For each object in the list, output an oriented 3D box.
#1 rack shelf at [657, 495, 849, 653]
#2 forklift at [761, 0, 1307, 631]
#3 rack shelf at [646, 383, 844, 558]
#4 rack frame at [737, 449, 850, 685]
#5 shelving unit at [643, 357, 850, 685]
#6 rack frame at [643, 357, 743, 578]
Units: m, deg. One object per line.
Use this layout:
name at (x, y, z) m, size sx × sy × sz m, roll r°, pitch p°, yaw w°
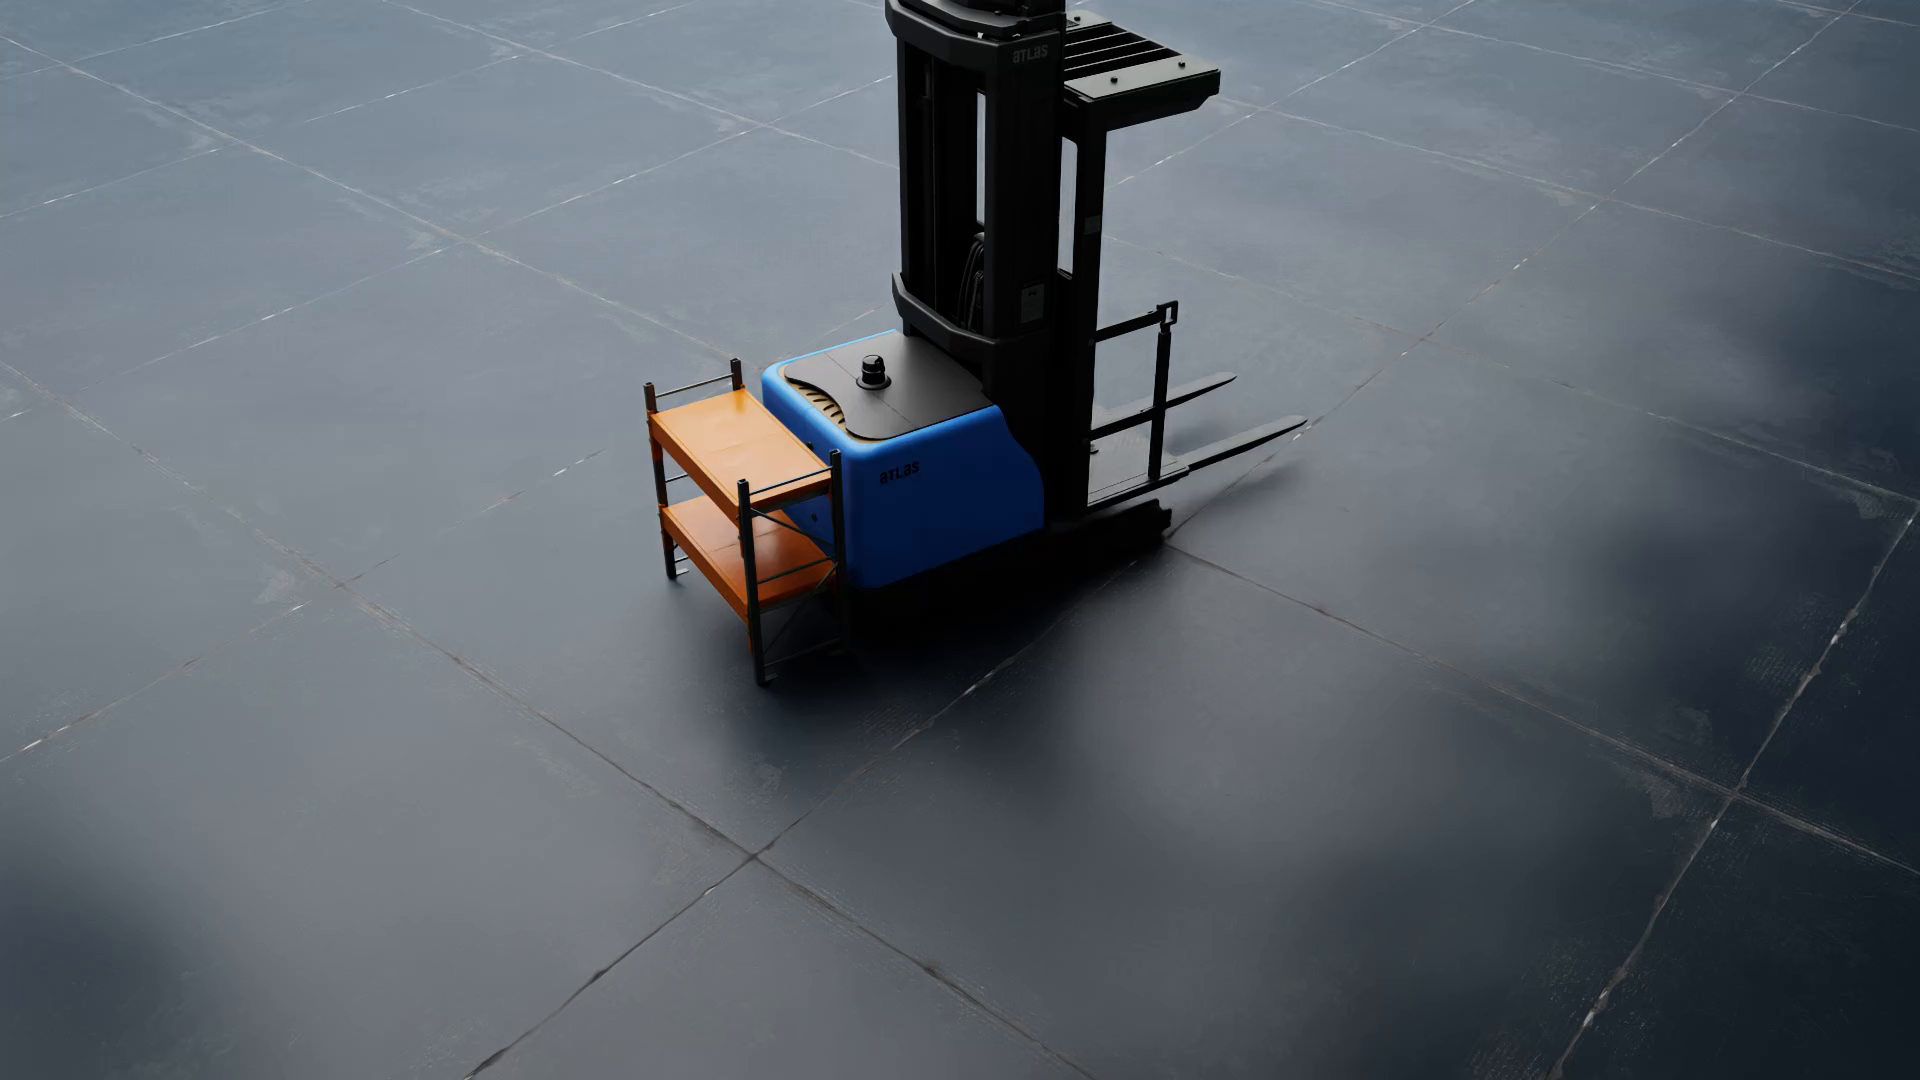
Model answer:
rack shelf at (-1.021, 0.096, 8.131) m, size 0.538 × 0.278 × 1.000 m, roll -20°, pitch 39°, yaw -26°
forklift at (0.522, -1.400, 8.281) m, size 3.031 × 2.935 × 1.130 m, roll -20°, pitch 39°, yaw -27°
rack shelf at (-1.021, -0.347, 7.827) m, size 0.538 × 0.278 × 1.000 m, roll -20°, pitch 39°, yaw -26°
rack frame at (-0.751, 0.138, 7.638) m, size 0.500 × 1.125 × 0.032 m, roll -20°, pitch 39°, yaw -26°
shelving unit at (-1.021, -0.106, 7.993) m, size 0.538 × 1.125 × 1.048 m, roll -20°, pitch 39°, yaw -26°
rack frame at (-1.292, -0.349, 8.347) m, size 0.500 × 1.125 × 0.032 m, roll -20°, pitch 39°, yaw -26°
